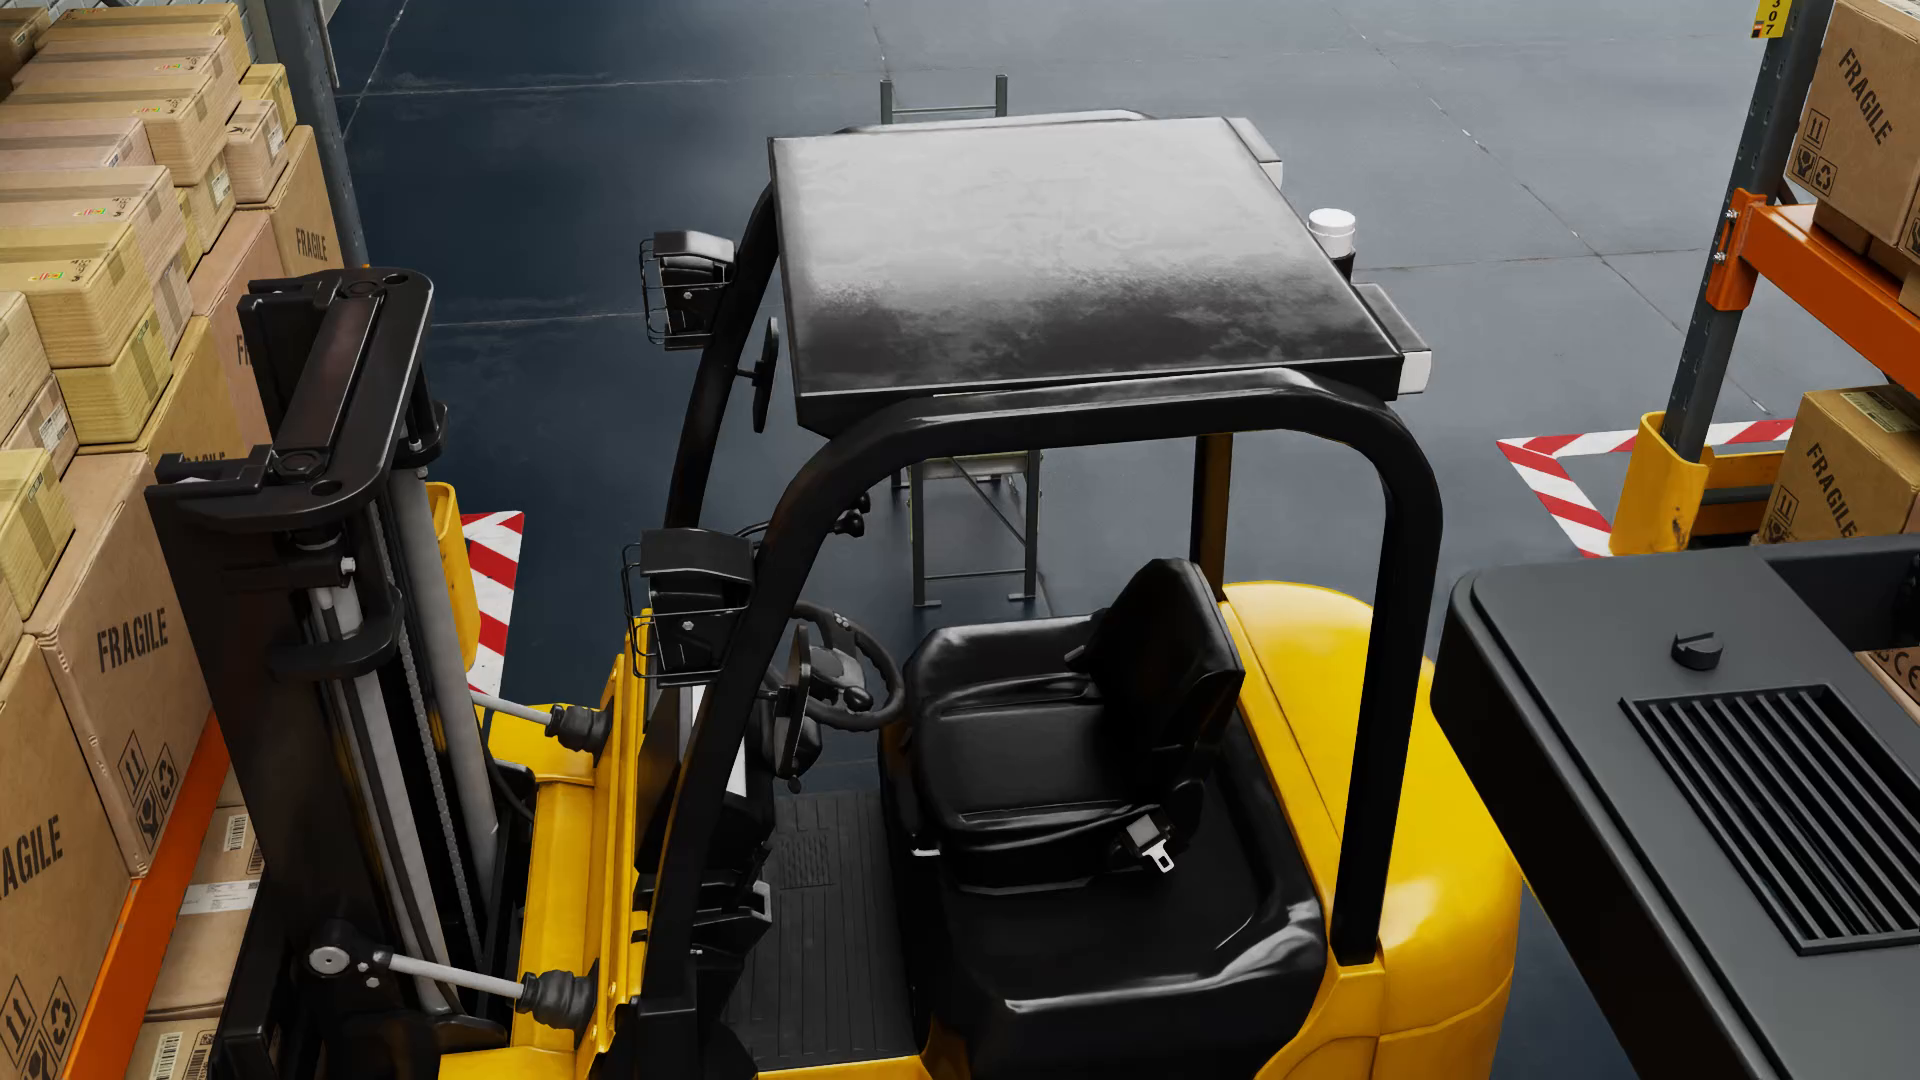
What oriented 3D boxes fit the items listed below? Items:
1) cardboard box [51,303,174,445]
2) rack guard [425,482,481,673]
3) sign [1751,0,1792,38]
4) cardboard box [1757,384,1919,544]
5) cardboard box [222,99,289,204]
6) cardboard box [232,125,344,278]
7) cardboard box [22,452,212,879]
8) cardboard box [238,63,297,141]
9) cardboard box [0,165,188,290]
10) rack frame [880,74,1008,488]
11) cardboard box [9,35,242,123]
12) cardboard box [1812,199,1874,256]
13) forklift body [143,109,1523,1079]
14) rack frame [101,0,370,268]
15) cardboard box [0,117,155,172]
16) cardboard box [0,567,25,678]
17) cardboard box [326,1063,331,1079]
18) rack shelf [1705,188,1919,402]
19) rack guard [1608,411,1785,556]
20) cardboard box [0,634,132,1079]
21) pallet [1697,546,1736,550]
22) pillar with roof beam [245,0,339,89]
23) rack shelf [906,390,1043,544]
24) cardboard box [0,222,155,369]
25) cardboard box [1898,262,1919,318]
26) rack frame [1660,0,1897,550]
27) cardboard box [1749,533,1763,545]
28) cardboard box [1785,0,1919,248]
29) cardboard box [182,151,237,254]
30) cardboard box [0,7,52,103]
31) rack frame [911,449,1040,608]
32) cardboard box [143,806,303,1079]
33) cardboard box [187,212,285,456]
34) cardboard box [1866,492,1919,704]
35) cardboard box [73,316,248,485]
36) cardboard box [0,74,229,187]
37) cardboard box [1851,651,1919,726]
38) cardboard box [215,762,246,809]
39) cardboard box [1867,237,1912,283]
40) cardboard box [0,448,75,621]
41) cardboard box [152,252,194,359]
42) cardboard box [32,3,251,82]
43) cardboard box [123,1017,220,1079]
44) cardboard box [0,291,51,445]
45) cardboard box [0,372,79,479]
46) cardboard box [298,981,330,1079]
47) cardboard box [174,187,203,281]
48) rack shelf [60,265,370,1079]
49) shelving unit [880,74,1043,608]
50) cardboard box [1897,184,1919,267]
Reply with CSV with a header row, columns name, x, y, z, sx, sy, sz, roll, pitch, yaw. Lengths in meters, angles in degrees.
name,x,y,z,sx,sy,sz,roll,pitch,yaw
cardboard box,-1.585,-0.279,2.831,0.380,0.149,0.250,-4,34,-6
rack guard,-2.109,0.164,5.066,1.175,0.500,0.348,-4,35,-6
sign,2.274,-1.551,4.593,0.100,0.325,0.005,-4,35,-6
cardboard box,2.650,-0.097,4.631,0.500,0.500,0.500,-5,35,-8
cardboard box,-1.718,-0.853,3.673,0.380,0.149,0.250,-4,34,-6
cardboard box,-1.780,-0.643,3.940,0.500,0.500,0.500,-5,35,-7
cardboard box,-1.571,0.213,2.685,0.500,0.500,0.500,-4,34,-6
cardboard box,-1.782,-0.993,3.879,0.380,0.149,0.250,-4,34,-6
cardboard box,-1.618,-0.544,2.955,0.380,0.149,0.250,-4,34,-5
rack frame,-0.050,-0.828,5.633,0.400,1.500,0.023,-4,35,-6
cardboard box,-1.785,-0.969,3.579,0.380,0.149,0.250,-4,35,-6
cardboard box,2.653,-0.925,4.667,0.380,0.149,0.250,-4,35,-6
forklift body,-0.043,0.415,3.231,2.313,2.155,1.214,-4,35,-6
rack frame,-2.106,-0.856,4.342,1.000,3.000,0.127,-4,35,-6
cardboard box,-1.763,-0.681,3.156,0.380,0.149,0.250,-4,34,-6
cardboard box,-1.494,0.153,2.198,0.380,0.149,0.250,-5,35,-8
cardboard box,-1.522,1.191,3.407,0.500,0.250,0.500,-3,34,-5
rack shelf,3.081,0.179,3.462,1.077,0.370,4.000,-4,35,-6
rack guard,2.822,-0.159,5.539,1.175,0.500,0.348,-4,35,-6
cardboard box,-1.525,0.496,2.270,0.500,0.500,0.500,-5,35,-7
pallet,2.896,0.417,4.951,1.003,0.211,1.213,-4,35,-6
pillar with roof beam,0.553,-6.552,7.374,9.100,9.000,0.400,-4,35,-6
rack shelf,-0.001,-0.354,5.517,0.431,0.370,0.720,-4,35,-6
cardboard box,-1.578,-0.400,2.744,0.380,0.149,0.250,-4,34,-5
cardboard box,2.656,-0.631,4.235,0.380,0.149,0.250,-5,35,-8
rack frame,2.812,-1.234,4.897,1.000,3.000,0.127,-4,35,-6
cardboard box,2.646,0.200,4.862,0.500,0.250,0.500,-5,35,-7
cardboard box,2.601,-1.113,4.366,0.500,0.500,0.500,-5,35,-7
cardboard box,-1.744,-0.703,3.454,0.380,0.149,0.250,-4,34,-5
cardboard box,-2.273,-1.085,3.749,0.380,0.149,0.250,-5,35,-7
rack frame,0.048,-0.419,5.033,0.400,1.500,0.023,-4,35,-6
cardboard box,-1.522,0.776,3.129,0.500,0.250,0.500,-5,35,-7
cardboard box,-1.719,-0.352,3.515,0.500,0.500,0.500,-3,34,-5
cardboard box,2.725,0.195,4.204,0.500,0.500,0.500,-6,35,-8
cardboard box,-1.650,-0.066,3.095,0.500,0.500,0.500,-5,35,-7
cardboard box,-1.723,-0.825,3.368,0.380,0.149,0.250,-4,34,-5
cardboard box,2.708,0.485,4.443,0.500,0.250,0.500,-3,34,-5
cardboard box,-1.583,0.492,3.545,0.500,0.250,0.500,-4,34,-6
cardboard box,2.701,-0.785,4.461,0.380,0.149,0.250,-4,34,-6
cardboard box,-1.539,0.005,2.415,0.380,0.149,0.250,-5,35,-7
cardboard box,-1.639,-0.419,3.036,0.380,0.149,0.250,-5,35,-8
cardboard box,-1.849,-1.104,3.778,0.380,0.149,0.250,-4,35,-6
cardboard box,-1.459,1.069,2.698,0.500,0.250,0.500,-3,34,-5
cardboard box,-1.637,-0.249,2.523,0.380,0.149,0.250,-4,34,-6
cardboard box,-1.641,-0.133,2.617,0.380,0.149,0.250,-5,35,-7
cardboard box,-1.520,0.995,3.251,0.500,0.250,0.500,-4,35,-7
cardboard box,-1.722,-0.564,3.249,0.380,0.149,0.250,-5,35,-7
rack shelf,-1.837,0.557,2.907,1.077,0.370,4.000,-4,35,-6
shelving unit,-0.001,-0.623,5.333,0.431,1.500,0.755,-4,35,-6
cardboard box,2.674,-0.824,3.943,0.500,0.500,0.500,-3,34,-5
